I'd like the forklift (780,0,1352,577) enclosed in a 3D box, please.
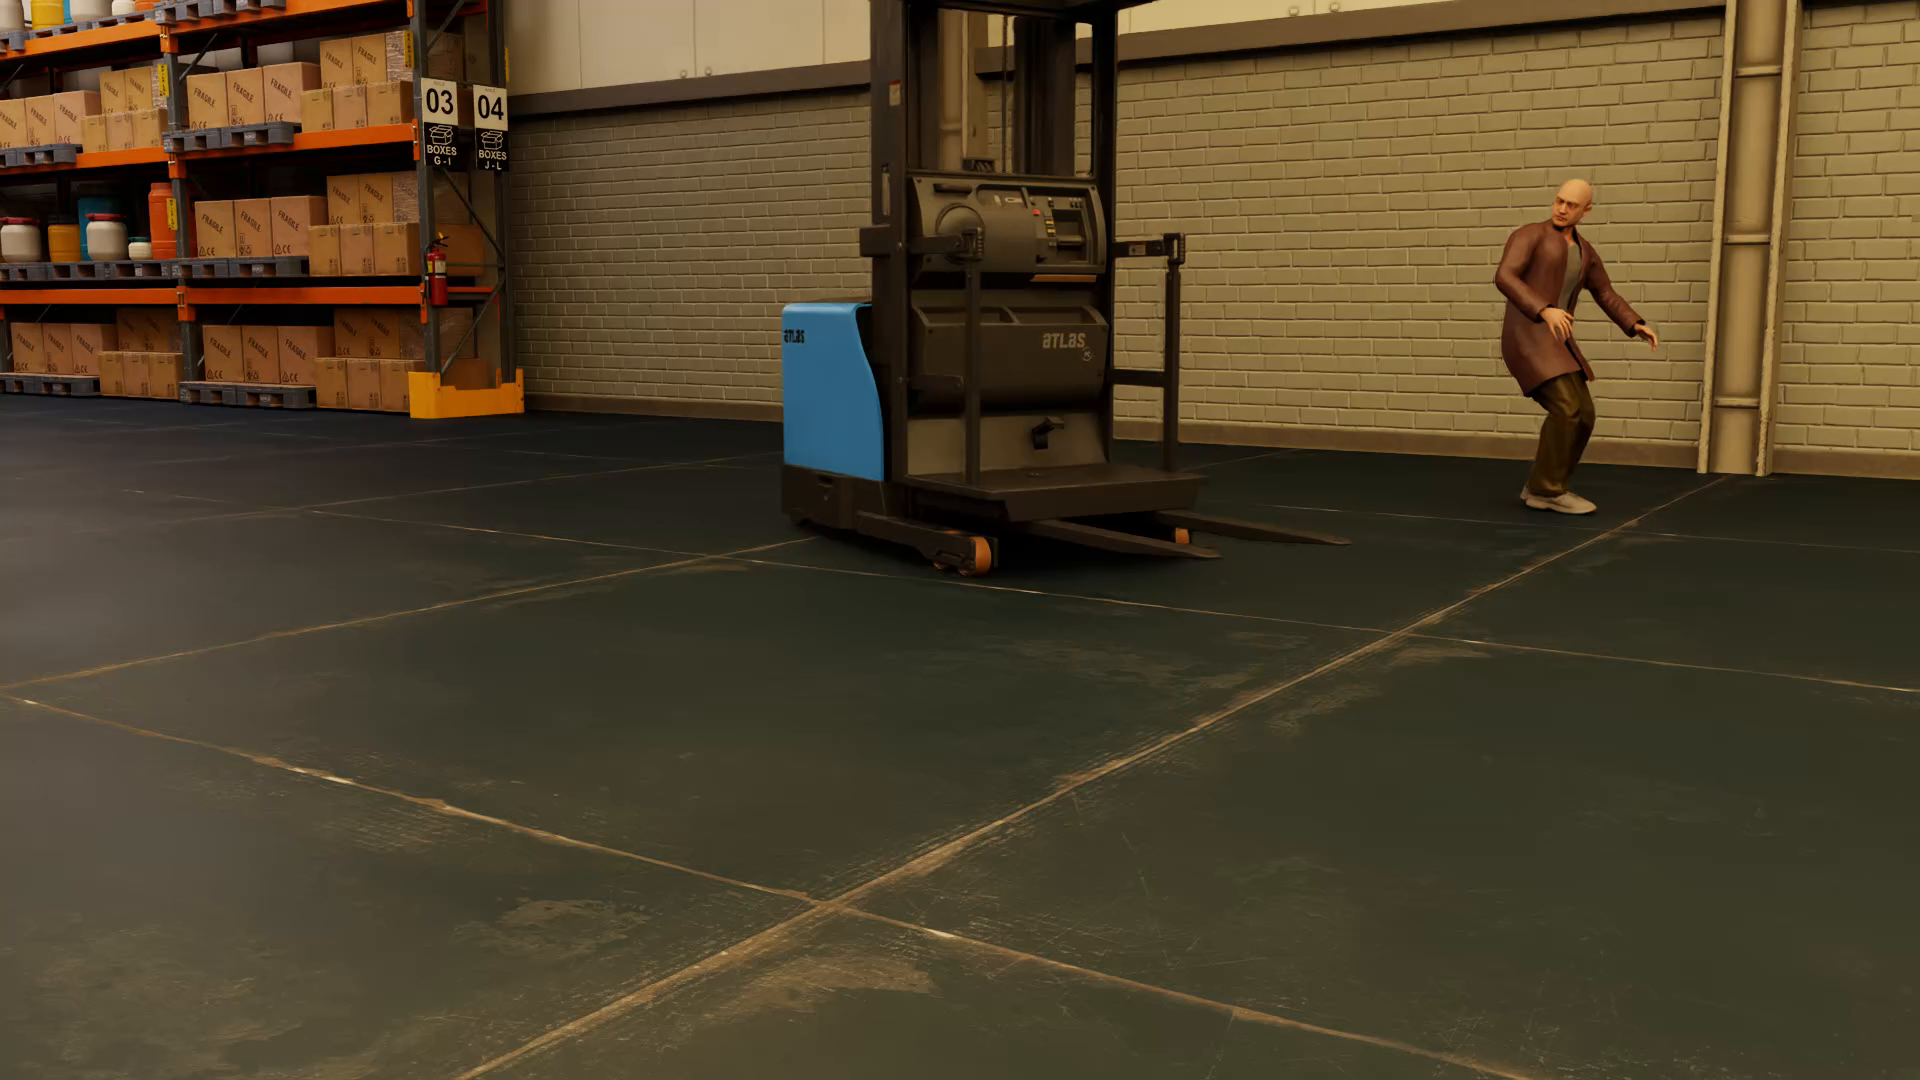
[{"bbox_3d":[0.331,-1.378,6.885,1.130,2.935,3.031,-5,9,-31],"label":"forklift"}]

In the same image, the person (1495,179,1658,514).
[{"bbox_3d":[3.159,-0.980,8.582,0.829,1.736,0.644,-7,11,-40],"label":"person"}]
